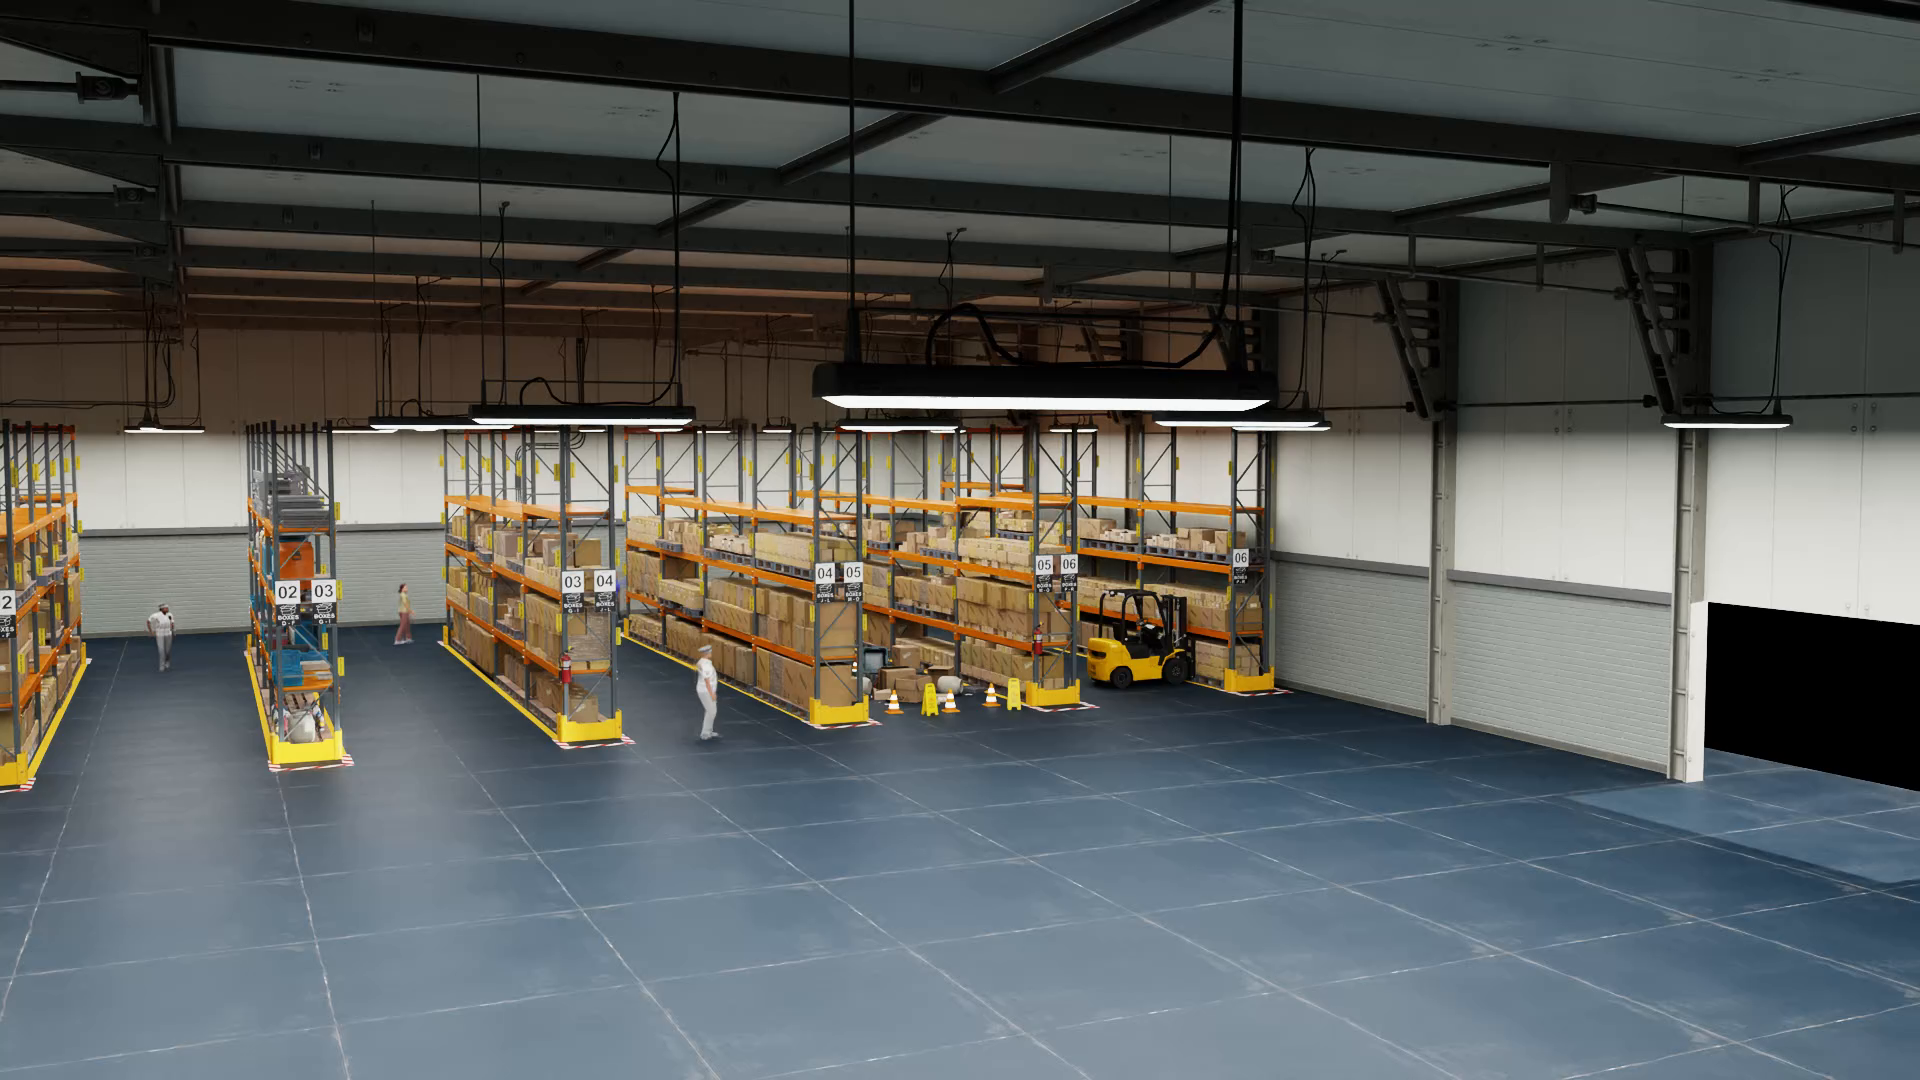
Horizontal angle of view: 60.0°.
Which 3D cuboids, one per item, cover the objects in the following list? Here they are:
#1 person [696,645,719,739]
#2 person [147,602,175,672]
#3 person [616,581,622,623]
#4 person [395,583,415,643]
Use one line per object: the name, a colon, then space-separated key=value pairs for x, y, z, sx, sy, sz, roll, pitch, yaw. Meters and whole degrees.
person: x=-4.810 y=2.921 z=31.642 sx=0.419 sy=1.846 sz=0.586 roll=0 pitch=4 yaw=-8
person: x=-19.441 y=2.332 z=40.483 sx=0.618 sy=1.642 sz=1.006 roll=-2 pitch=4 yaw=-24
person: x=-10.423 y=1.792 z=49.954 sx=0.526 sy=1.605 sz=0.952 roll=0 pitch=4 yaw=2
person: x=-15.257 y=2.027 z=45.775 sx=0.539 sy=1.675 sz=0.762 roll=2 pitch=4 yaw=31
